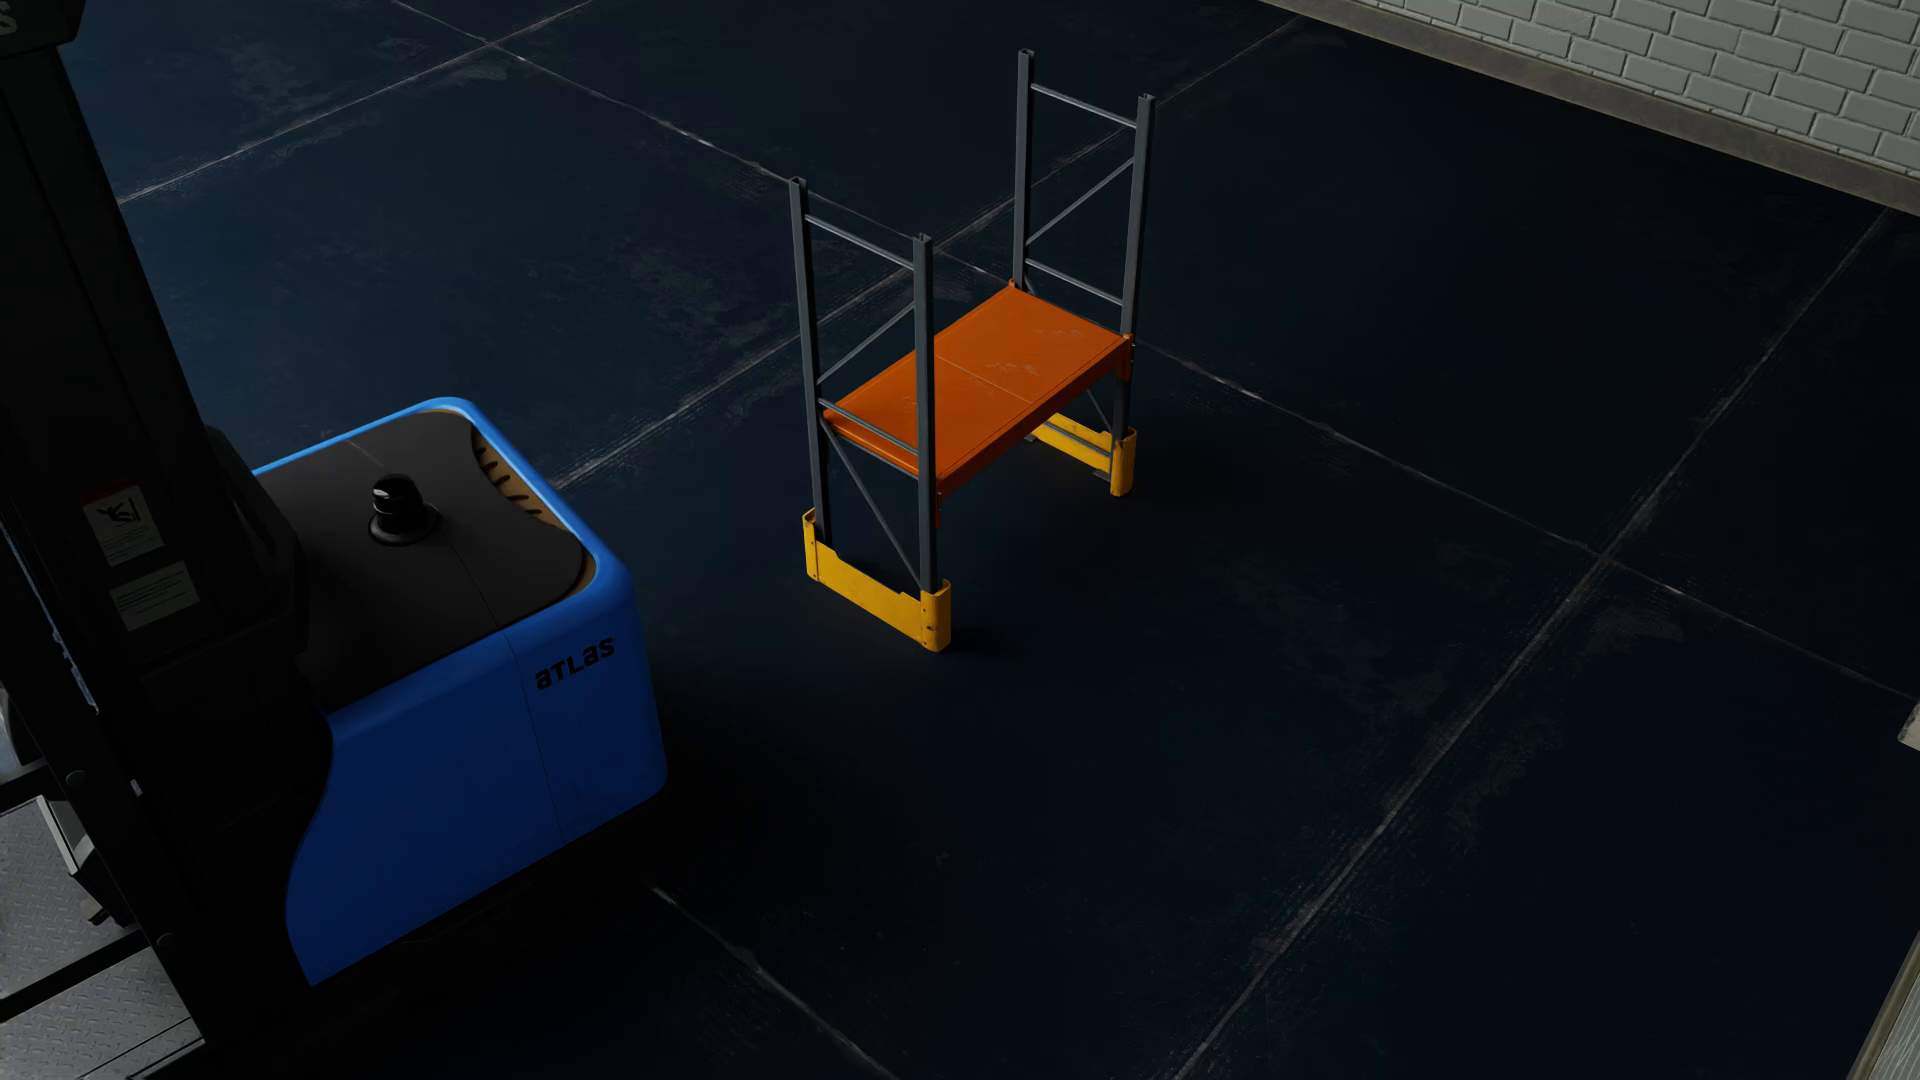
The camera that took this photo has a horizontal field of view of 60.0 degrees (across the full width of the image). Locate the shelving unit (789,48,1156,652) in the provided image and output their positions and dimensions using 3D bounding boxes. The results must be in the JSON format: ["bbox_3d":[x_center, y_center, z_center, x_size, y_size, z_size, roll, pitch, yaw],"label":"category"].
[{"bbox_3d":[0.049,-0.594,5.260,0.587,1.500,1.083,29,50,28],"label":"shelving unit"}]

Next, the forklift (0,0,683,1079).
[{"bbox_3d":[-2.256,0.156,3.371,3.031,2.935,1.130,-28,49,-27],"label":"forklift"}]

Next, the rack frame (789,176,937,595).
[{"bbox_3d":[-0.272,-0.337,4.977,0.500,1.500,0.032,29,50,28],"label":"rack frame"}]

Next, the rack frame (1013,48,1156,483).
[{"bbox_3d":[0.382,-0.861,5.553,0.500,1.500,0.032,29,50,28],"label":"rack frame"}]

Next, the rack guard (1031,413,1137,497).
[{"bbox_3d":[0.370,-0.388,5.962,0.587,0.250,0.087,29,50,28],"label":"rack guard"}]

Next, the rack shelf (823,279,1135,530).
[{"bbox_3d":[0.055,-0.466,5.386,0.538,0.185,1.000,29,50,28],"label":"rack shelf"}]

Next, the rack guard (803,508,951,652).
[{"bbox_3d":[-0.271,0.125,5.398,0.587,0.250,0.087,29,50,28],"label":"rack guard"}]
